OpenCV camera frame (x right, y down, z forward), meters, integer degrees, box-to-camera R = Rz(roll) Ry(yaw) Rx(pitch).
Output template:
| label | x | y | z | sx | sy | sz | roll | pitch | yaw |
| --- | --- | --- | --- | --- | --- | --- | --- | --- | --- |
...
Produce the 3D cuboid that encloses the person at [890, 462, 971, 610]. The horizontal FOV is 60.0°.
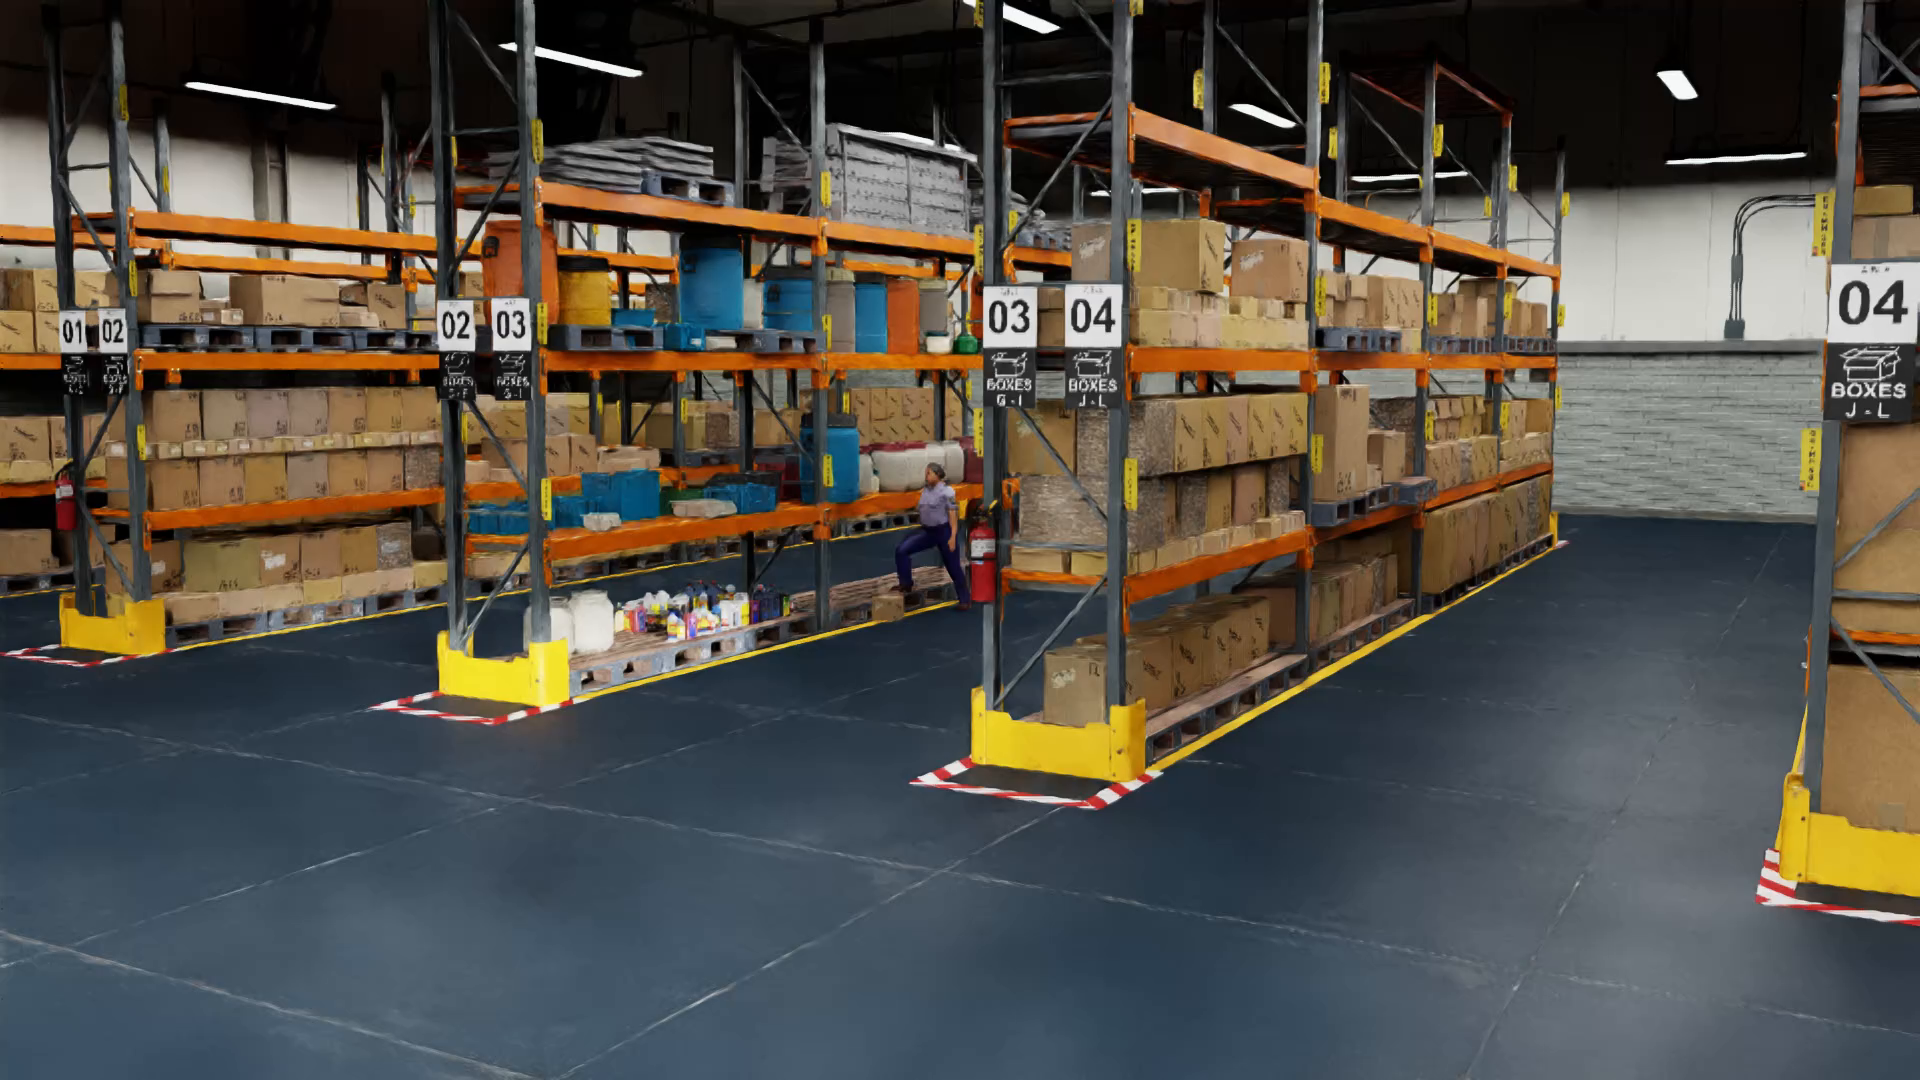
| label | x | y | z | sx | sy | sz | roll | pitch | yaw |
| --- | --- | --- | --- | --- | --- | --- | --- | --- | --- |
| person | -0.307 | -0.040 | 18.097 | 0.648 | 1.615 | 0.755 | 5 | 8 | 39 |
